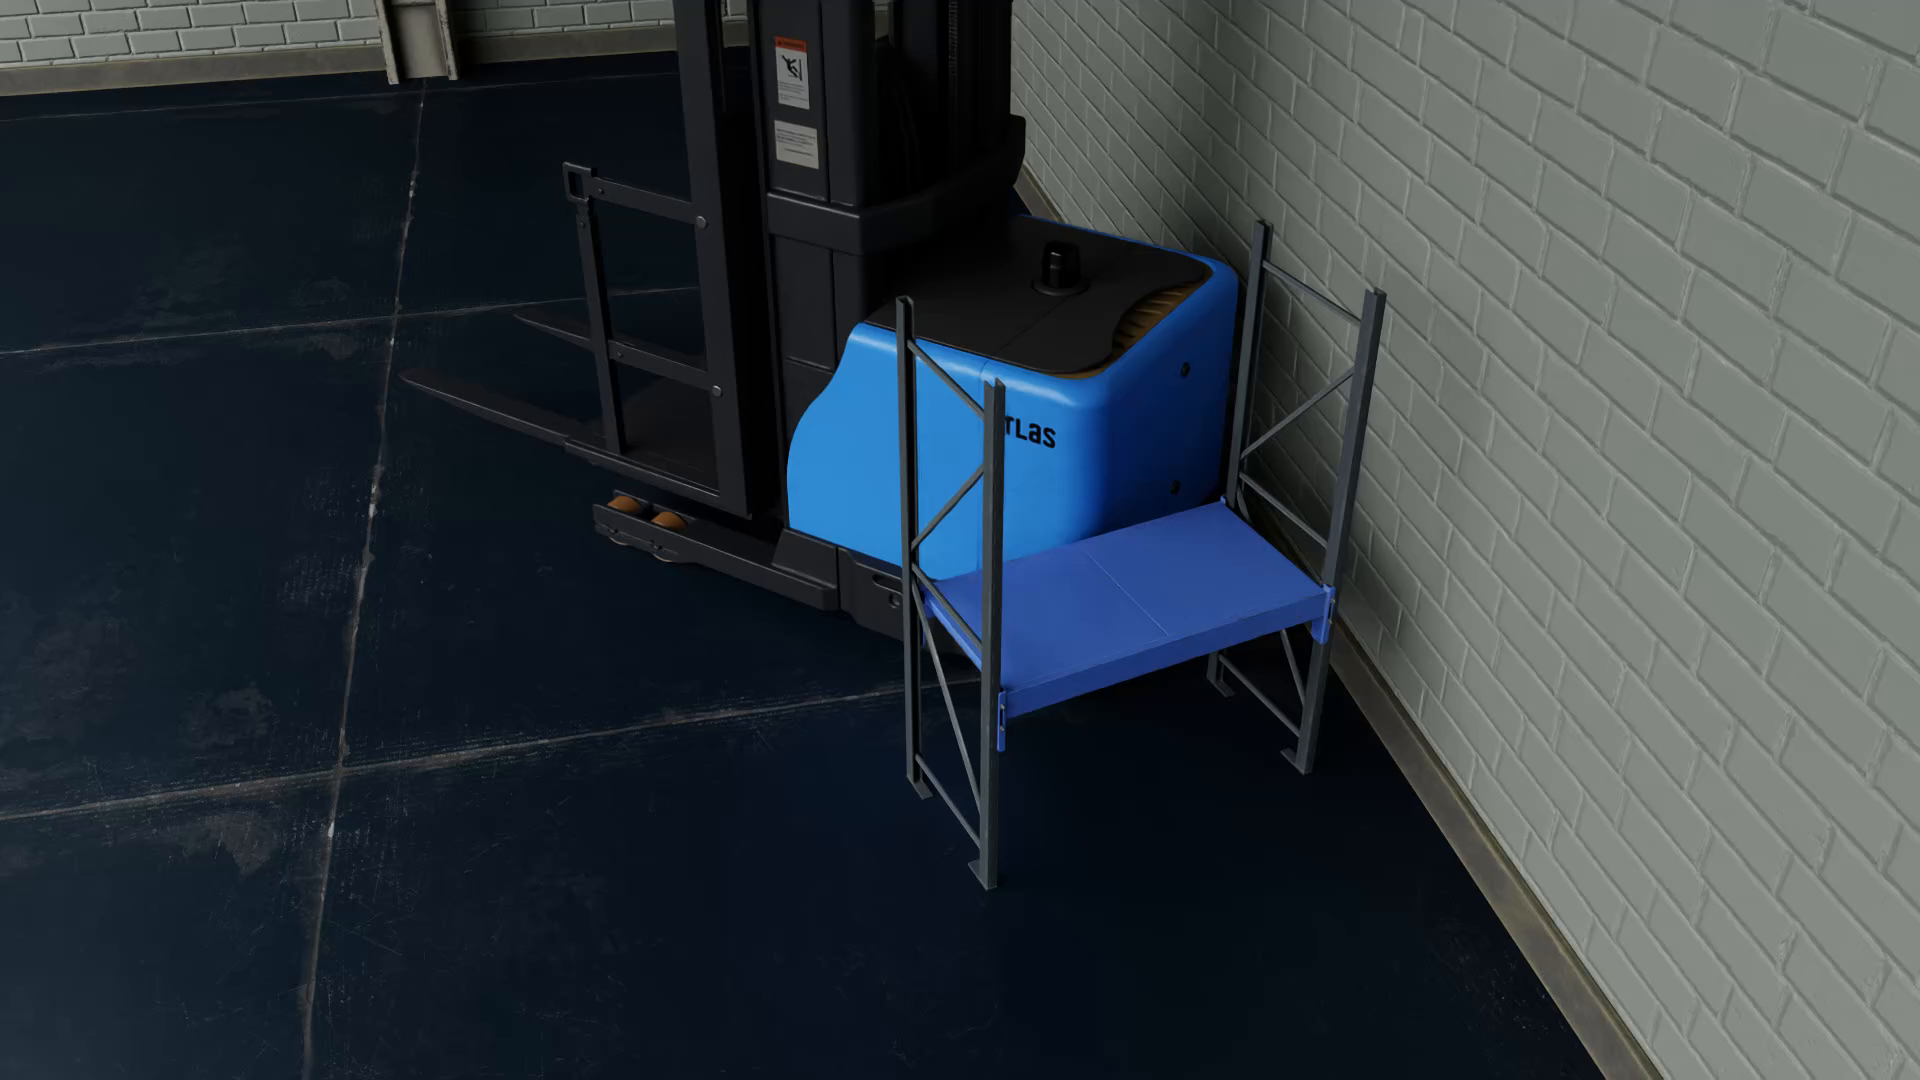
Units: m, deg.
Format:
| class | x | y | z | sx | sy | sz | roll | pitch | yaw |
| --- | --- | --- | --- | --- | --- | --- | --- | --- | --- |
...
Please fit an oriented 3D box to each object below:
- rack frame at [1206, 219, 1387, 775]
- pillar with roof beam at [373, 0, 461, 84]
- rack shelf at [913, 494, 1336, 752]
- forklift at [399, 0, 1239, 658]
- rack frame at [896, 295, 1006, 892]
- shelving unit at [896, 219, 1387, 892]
| class | x | y | z | sx | sy | sz | roll | pitch | yaw |
| --- | --- | --- | --- | --- | --- | --- | --- | --- | --- |
| rack frame | 0.883 | -0.079 | 4.522 | 0.032 | 1.500 | 0.500 | -16 | 37 | -22 |
| pillar with roof beam | -2.226 | -4.168 | 3.886 | 0.400 | 9.000 | 9.100 | -7 | 35 | -11 |
| rack shelf | 0.428 | 0.197 | 4.434 | 1.000 | 0.185 | 0.538 | -16 | 37 | -22 |
| forklift | -0.658 | -1.373 | 5.166 | 3.031 | 2.935 | 1.130 | 19 | 38 | 26 |
| rack frame | -0.027 | 0.174 | 4.145 | 0.032 | 1.500 | 0.500 | -16 | 37 | -22 |
| shelving unit | 0.428 | 0.047 | 4.333 | 1.048 | 1.500 | 0.538 | -16 | 37 | -22 |
